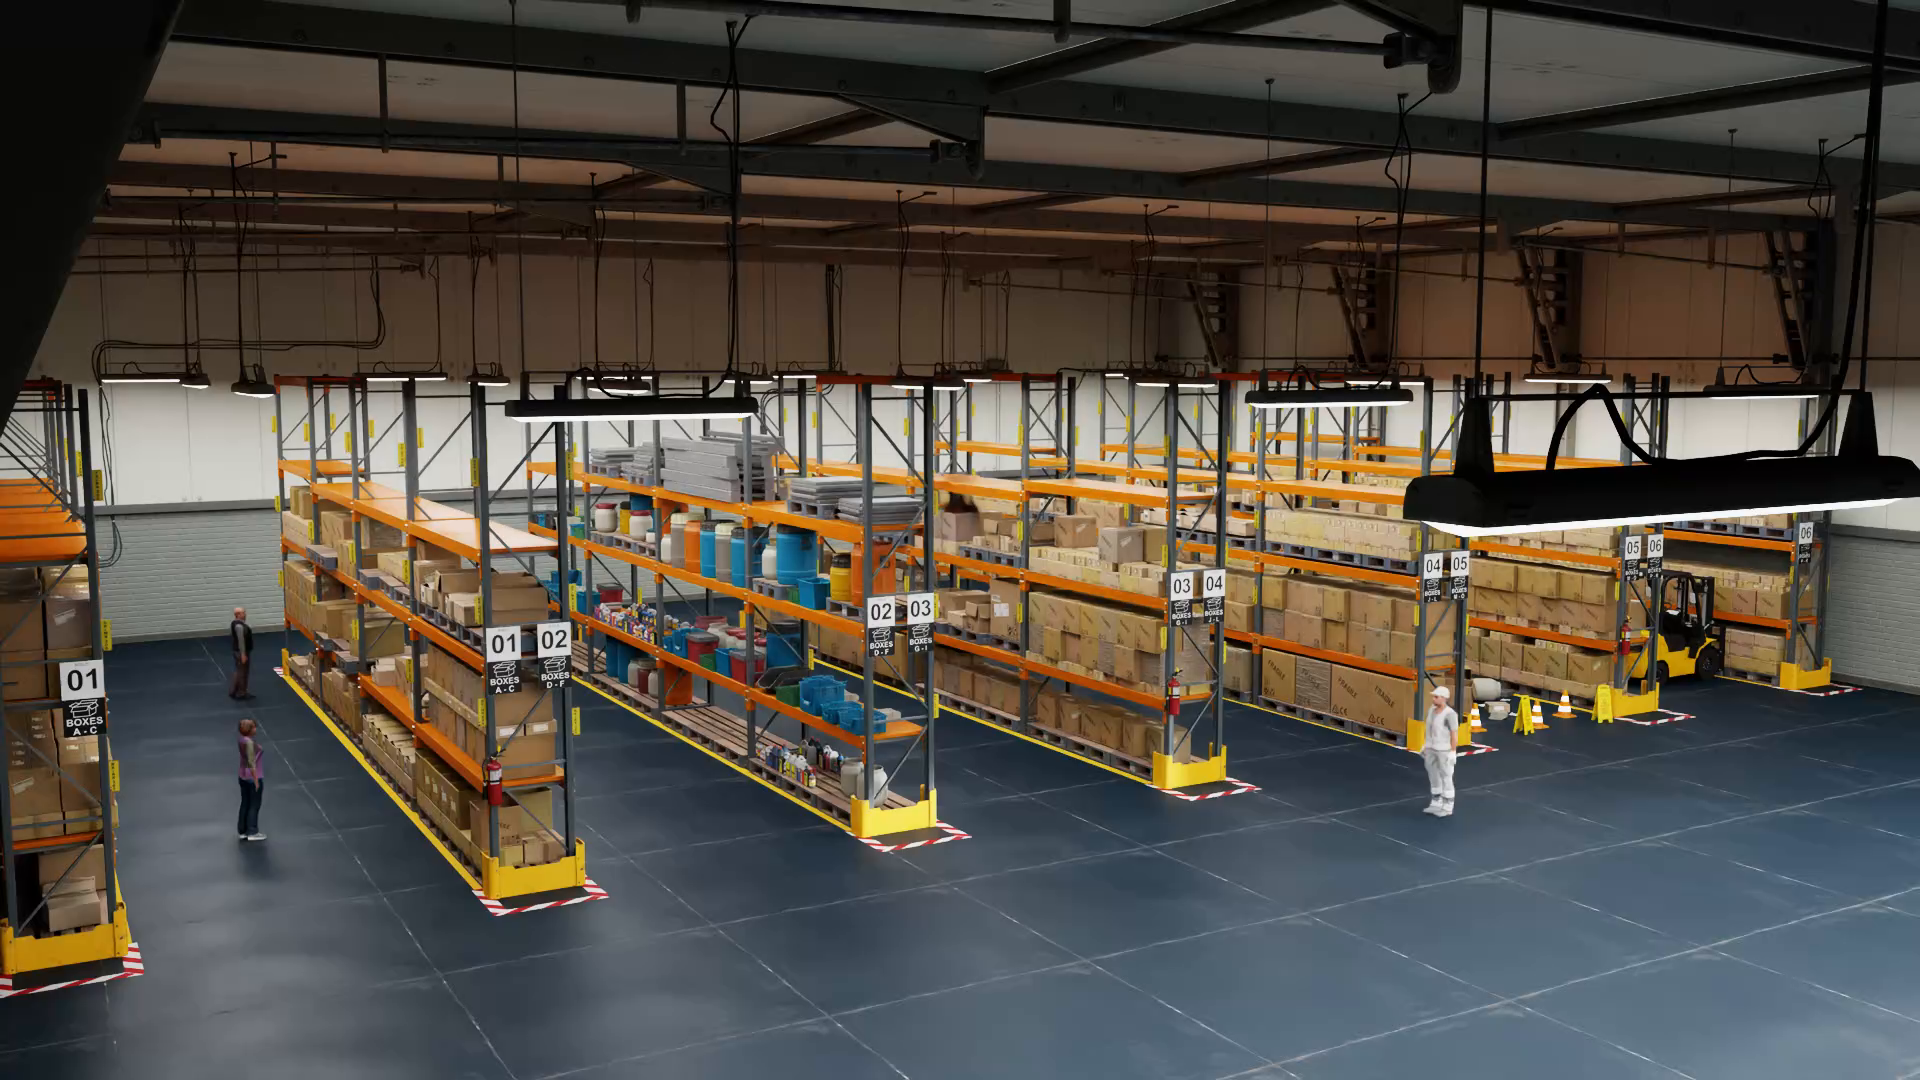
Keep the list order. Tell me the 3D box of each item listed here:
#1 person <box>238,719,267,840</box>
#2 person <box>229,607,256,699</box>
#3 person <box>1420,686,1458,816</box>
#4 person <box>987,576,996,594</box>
[{"bbox_3d":[-9.325,3.193,21.879,0.444,1.510,0.347,5,8,37],"label":"person"},{"bbox_3d":[-13.371,2.103,30.896,0.468,1.721,0.609,-4,8,-34],"label":"person"},{"bbox_3d":[6.628,2.914,23.030,0.343,1.799,0.616,-5,8,-37],"label":"person"},{"bbox_3d":[0.743,1.612,35.662,0.374,1.650,0.585,-4,7,-30],"label":"person"}]
